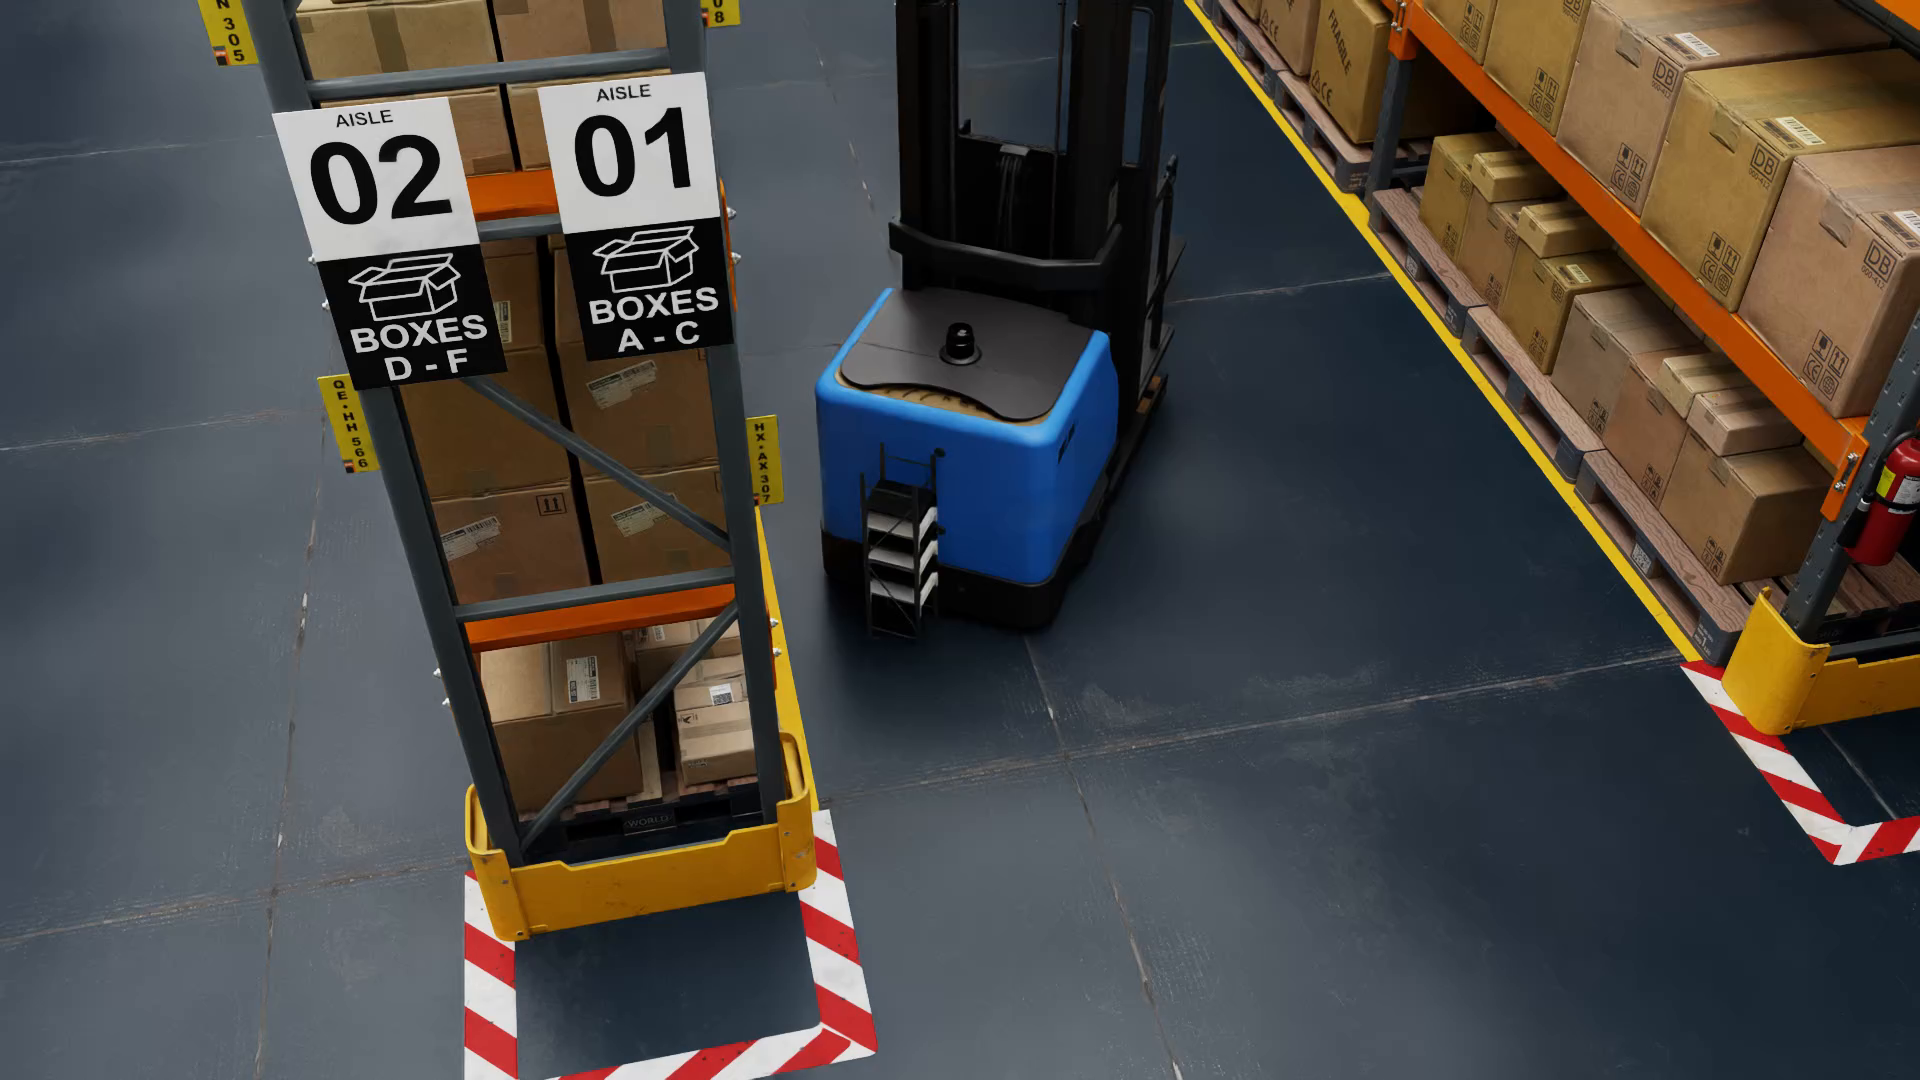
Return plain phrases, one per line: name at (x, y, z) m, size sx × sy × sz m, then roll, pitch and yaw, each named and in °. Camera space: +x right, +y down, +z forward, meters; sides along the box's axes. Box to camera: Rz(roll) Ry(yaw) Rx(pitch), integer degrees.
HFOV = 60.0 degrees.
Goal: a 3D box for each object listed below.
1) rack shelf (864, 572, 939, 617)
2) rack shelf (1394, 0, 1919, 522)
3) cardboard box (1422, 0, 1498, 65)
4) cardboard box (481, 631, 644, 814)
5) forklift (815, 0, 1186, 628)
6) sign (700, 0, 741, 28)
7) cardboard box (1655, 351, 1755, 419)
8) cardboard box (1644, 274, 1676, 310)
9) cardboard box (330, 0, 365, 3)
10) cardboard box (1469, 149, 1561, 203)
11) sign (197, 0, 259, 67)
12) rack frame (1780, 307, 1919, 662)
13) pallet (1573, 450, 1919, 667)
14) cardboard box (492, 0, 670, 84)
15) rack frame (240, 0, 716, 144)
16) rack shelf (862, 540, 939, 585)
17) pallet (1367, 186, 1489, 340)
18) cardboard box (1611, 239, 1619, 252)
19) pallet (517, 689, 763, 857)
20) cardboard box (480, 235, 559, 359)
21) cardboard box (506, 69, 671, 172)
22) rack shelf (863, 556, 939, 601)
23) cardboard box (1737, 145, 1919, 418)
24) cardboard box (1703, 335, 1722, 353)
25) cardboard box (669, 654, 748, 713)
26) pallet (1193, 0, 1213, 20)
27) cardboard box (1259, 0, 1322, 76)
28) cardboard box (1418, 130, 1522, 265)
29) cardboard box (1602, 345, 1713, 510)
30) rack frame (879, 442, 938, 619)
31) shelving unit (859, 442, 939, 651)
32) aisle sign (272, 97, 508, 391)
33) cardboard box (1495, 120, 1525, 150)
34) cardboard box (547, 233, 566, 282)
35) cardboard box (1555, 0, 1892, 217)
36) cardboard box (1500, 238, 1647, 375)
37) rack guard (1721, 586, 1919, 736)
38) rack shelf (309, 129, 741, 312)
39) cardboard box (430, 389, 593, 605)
rack shelf at (-0.243, 0.198, 6.952) m, size 0.258 × 0.077 × 0.200 m, roll 14°, pitch 43°, yaw 15°
rack shelf at (3.298, -1.568, 7.581) m, size 1.077 × 0.370 × 4.000 m, roll -8°, pitch 42°, yaw -9°
cardboard box at (2.968, -2.892, 8.304) m, size 0.980 × 0.700 × 0.700 m, roll -8°, pitch 42°, yaw -9°
cardboard box at (-1.464, 0.624, 6.120) m, size 0.500 × 0.500 × 0.500 m, roll -8°, pitch 42°, yaw -9°
forklift at (0.388, -1.715, 7.256) m, size 1.130 × 2.935 × 3.031 m, roll 14°, pitch 43°, yaw 15°
sign at (-0.576, -1.355, 3.881) m, size 0.100 × 0.325 × 0.005 m, roll -8°, pitch 42°, yaw -9°
cardboard box at (3.220, -0.668, 7.103) m, size 0.380 × 0.149 × 0.250 m, roll -7°, pitch 42°, yaw -8°
cardboard box at (3.428, -1.214, 7.718) m, size 0.380 × 0.149 × 0.250 m, roll -8°, pitch 42°, yaw -9°
cardboard box at (-1.233, -1.693, 4.091) m, size 0.700 × 0.500 × 0.500 m, roll -8°, pitch 42°, yaw -9°
cardboard box at (2.824, -1.851, 8.436) m, size 0.380 × 0.149 × 0.250 m, roll -7°, pitch 42°, yaw -8°
sign at (-1.652, -1.215, 3.715) m, size 0.100 × 0.325 × 0.005 m, roll -8°, pitch 42°, yaw -9°
rack frame at (3.730, -0.541, 5.882) m, size 1.000 × 3.000 × 0.127 m, roll -8°, pitch 42°, yaw -9°
pallet at (3.481, -0.005, 7.379) m, size 1.003 × 0.211 × 1.213 m, roll -8°, pitch 42°, yaw -9°
cardboard box at (-0.963, -1.452, 4.385) m, size 0.500 × 0.250 × 0.500 m, roll -8°, pitch 42°, yaw -9°
rack frame at (-1.106, -2.072, 3.088) m, size 1.000 × 3.000 × 0.127 m, roll -8°, pitch 42°, yaw -9°
rack shelf at (-0.243, 0.064, 6.832) m, size 0.258 × 0.077 × 0.200 m, roll 14°, pitch 43°, yaw 15°
pallet at (2.954, -1.587, 9.160) m, size 1.003 × 0.211 × 1.213 m, roll -8°, pitch 42°, yaw -9°
cardboard box at (3.317, -1.546, 8.092) m, size 0.380 × 0.149 × 0.250 m, roll -8°, pitch 42°, yaw -9°
pallet at (-1.296, 0.648, 6.643) m, size 1.003 × 0.211 × 1.213 m, roll -8°, pitch 42°, yaw -9°
cardboard box at (-1.581, -0.817, 5.364) m, size 0.500 × 0.500 × 0.500 m, roll -7°, pitch 42°, yaw -8°
cardboard box at (-0.969, -1.264, 4.550) m, size 0.500 × 0.250 × 0.500 m, roll -8°, pitch 42°, yaw -9°
rack shelf at (-0.243, 0.131, 6.892) m, size 0.258 × 0.077 × 0.200 m, roll 14°, pitch 43°, yaw 15°
cardboard box at (3.610, -0.982, 6.153) m, size 0.980 × 0.700 × 0.700 m, roll -7°, pitch 42°, yaw -7°
cardboard box at (3.540, -0.883, 7.345) m, size 0.380 × 0.149 × 0.250 m, roll -8°, pitch 42°, yaw -9°
cardboard box at (-0.915, 0.584, 6.418) m, size 0.380 × 0.166 × 0.250 m, roll -8°, pitch 42°, yaw -9°
pallet at (2.100, -4.162, 12.061) m, size 1.003 × 0.211 × 1.213 m, roll -8°, pitch 42°, yaw -9°
cardboard box at (2.405, -3.465, 10.479) m, size 0.750 × 0.750 × 0.750 m, roll -7°, pitch 42°, yaw -8°
cardboard box at (2.928, -1.857, 8.930) m, size 0.700 × 0.500 × 0.500 m, roll -8°, pitch 42°, yaw -9°
cardboard box at (3.373, -0.527, 7.433) m, size 0.700 × 0.500 × 0.500 m, roll -8°, pitch 42°, yaw -9°
rack frame at (-0.207, -0.025, 6.882) m, size 0.240 × 0.900 × 0.006 m, roll 14°, pitch 43°, yaw 15°
shelving unit at (-0.243, 0.039, 6.810) m, size 0.258 × 0.900 × 0.210 m, roll 14°, pitch 43°, yaw 15°
aisle sign at (-1.391, -0.713, 4.117) m, size 0.394 × 0.787 × 0.004 m, roll -8°, pitch 42°, yaw -9°
cardboard box at (3.090, -2.222, 8.853) m, size 0.380 × 0.149 × 0.250 m, roll -9°, pitch 42°, yaw -10°
cardboard box at (-1.065, -0.903, 5.461) m, size 0.500 × 0.500 × 0.500 m, roll -8°, pitch 42°, yaw -9°
cardboard box at (3.287, -1.948, 7.241) m, size 0.980 × 0.700 × 0.700 m, roll -10°, pitch 43°, yaw -11°
cardboard box at (3.142, -1.198, 8.188) m, size 0.700 × 0.500 × 0.500 m, roll -7°, pitch 42°, yaw -8°
rack guard at (3.735, 0.409, 6.694) m, size 1.175 × 0.500 × 0.348 m, roll -8°, pitch 42°, yaw -9°
rack shelf at (-1.538, -1.978, 5.783) m, size 1.077 × 0.370 × 4.000 m, roll -8°, pitch 42°, yaw -9°
cardboard box at (-1.469, -0.118, 5.329) m, size 0.500 × 0.500 × 0.500 m, roll -7°, pitch 42°, yaw -8°
